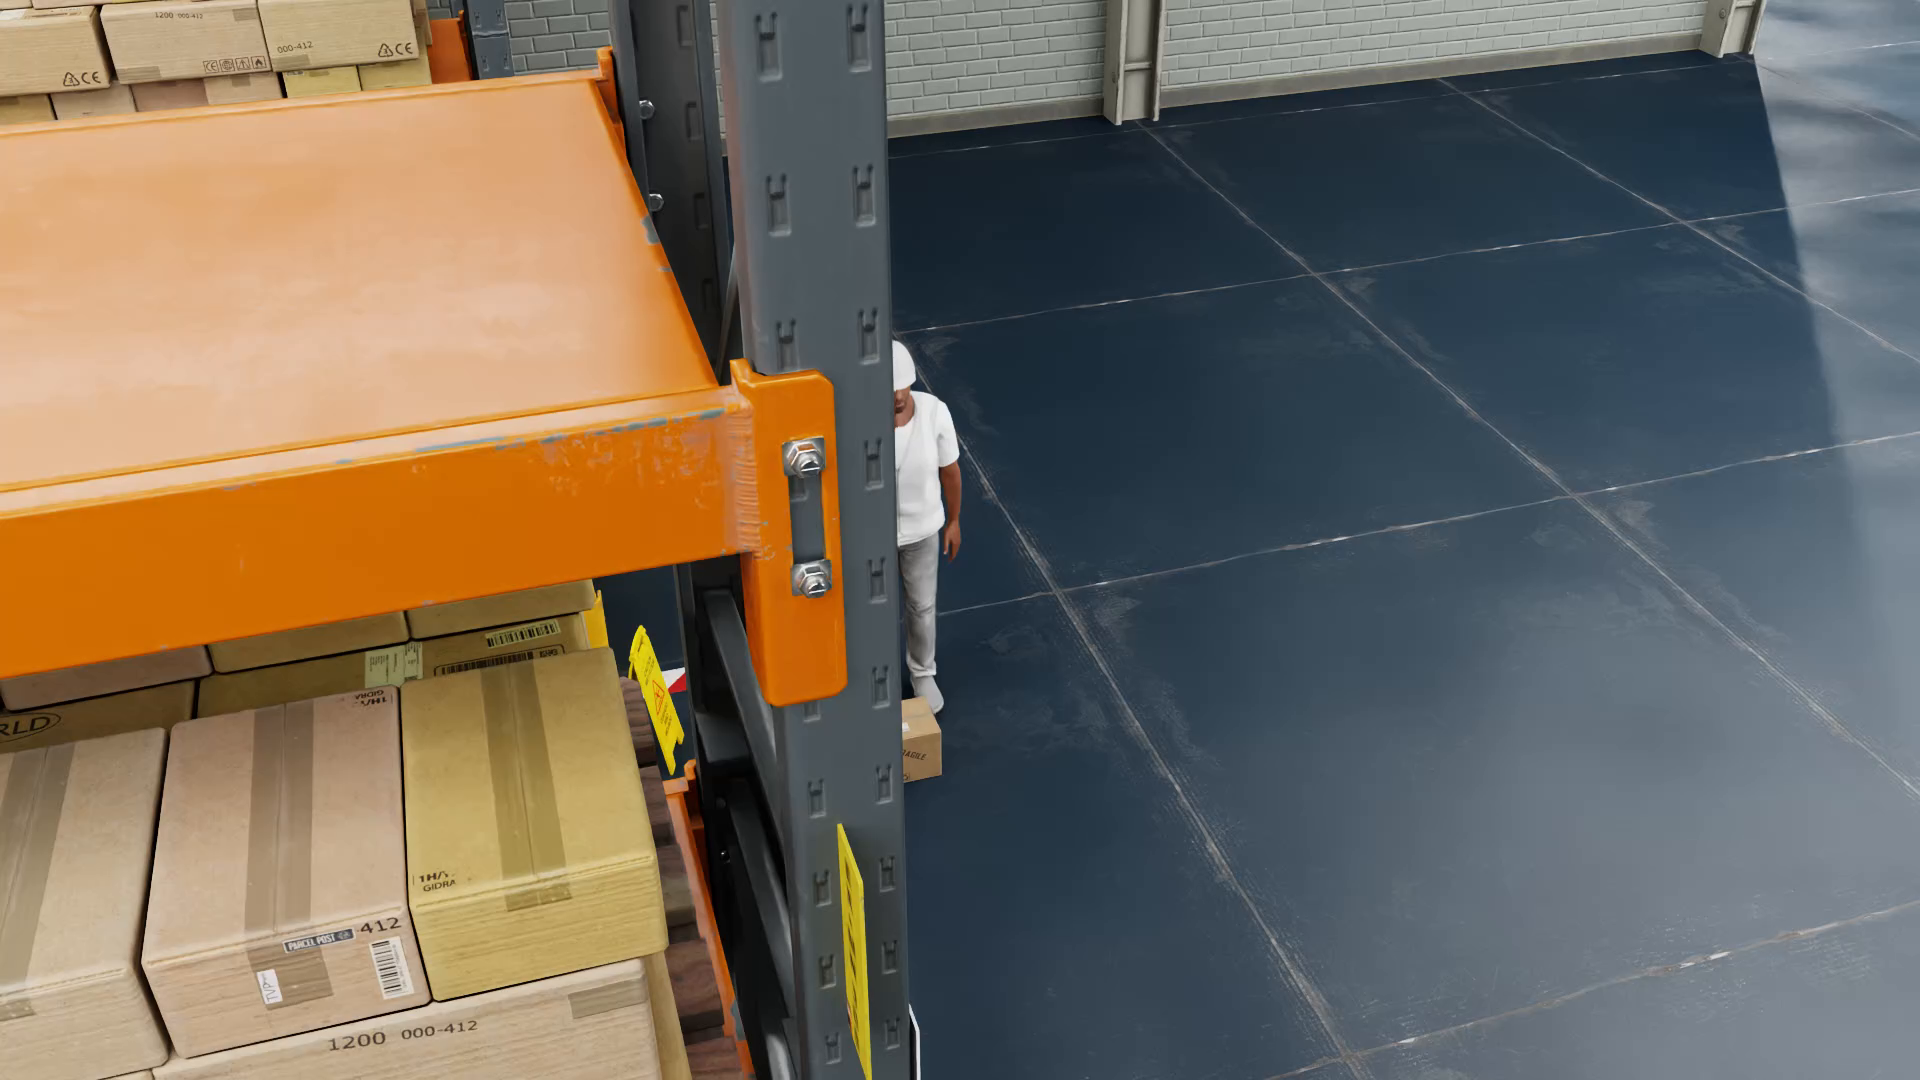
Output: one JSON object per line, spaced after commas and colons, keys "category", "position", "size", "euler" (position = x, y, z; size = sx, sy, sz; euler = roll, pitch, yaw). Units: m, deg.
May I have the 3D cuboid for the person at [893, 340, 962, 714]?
{"category": "person", "position": [-0.276, -0.049, 7.169], "size": [0.593, 1.770, 0.451], "euler": [-6, 34, -9]}
